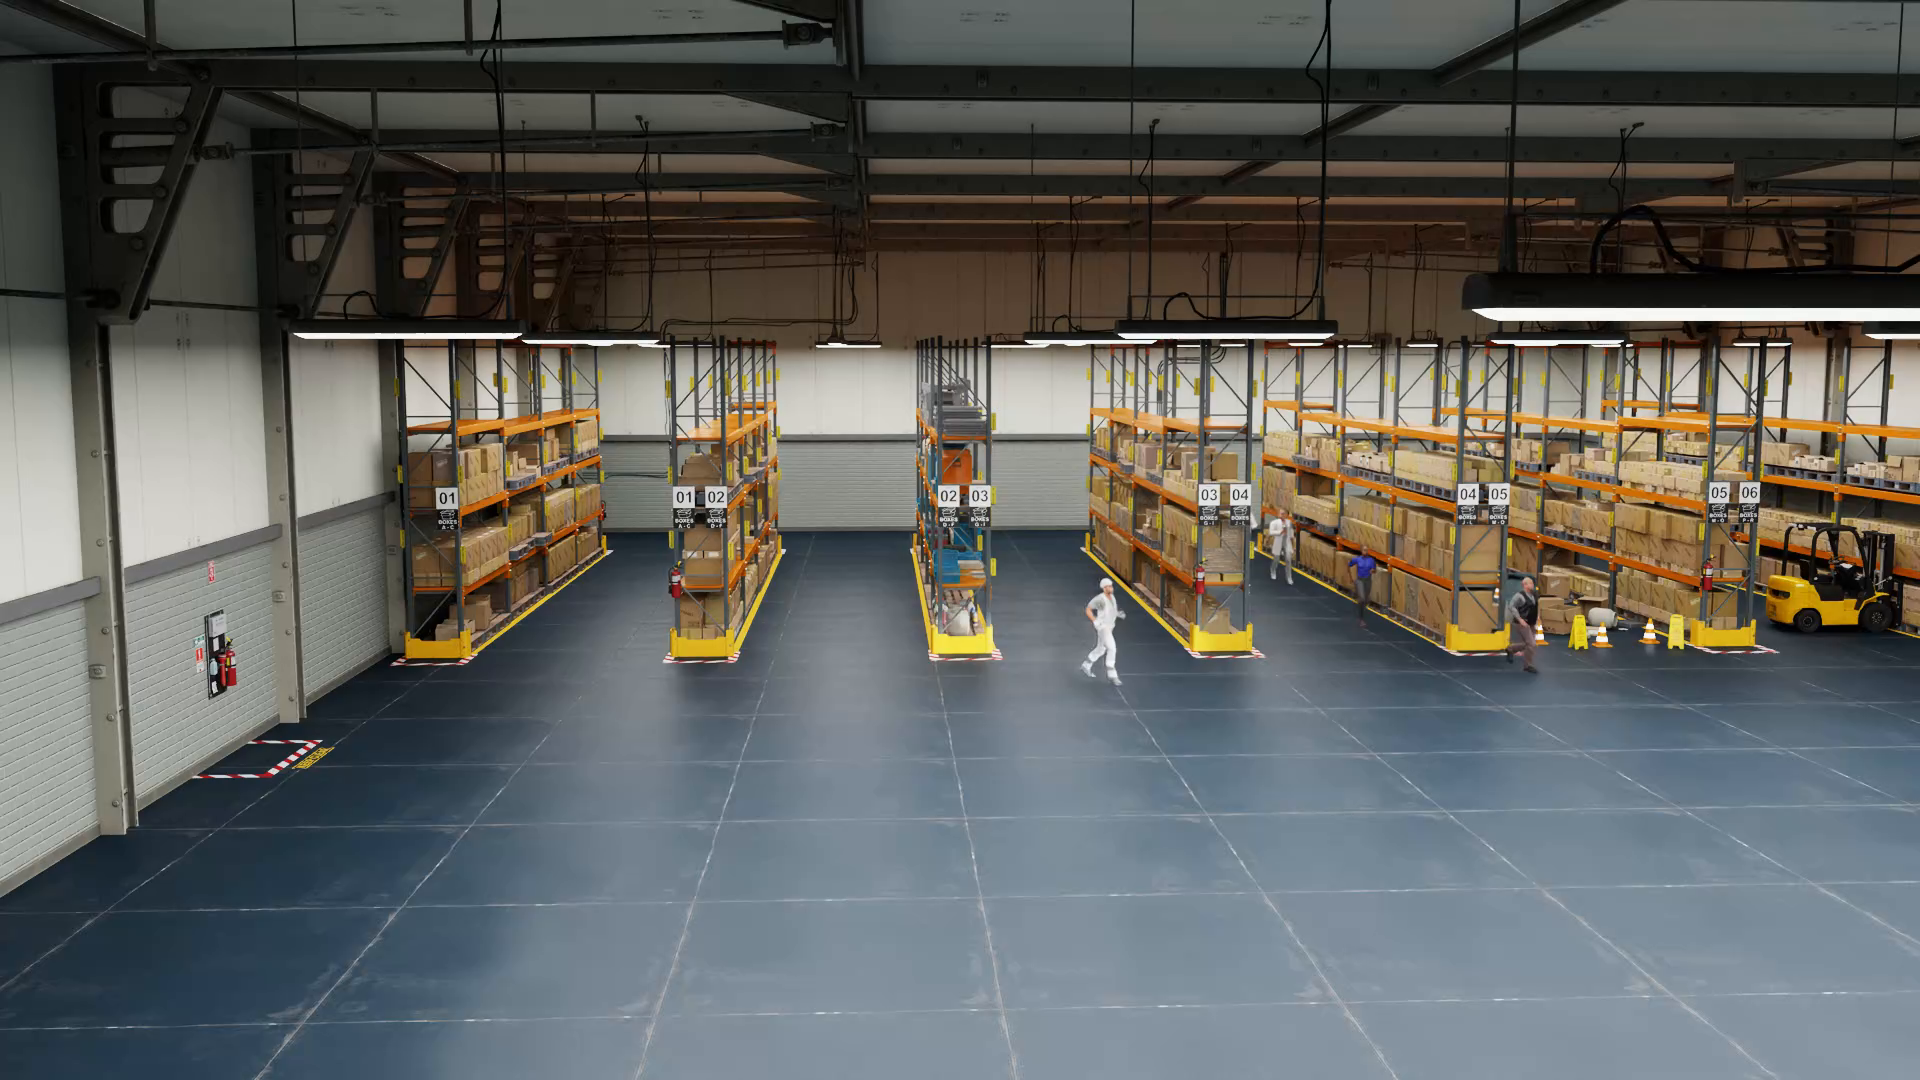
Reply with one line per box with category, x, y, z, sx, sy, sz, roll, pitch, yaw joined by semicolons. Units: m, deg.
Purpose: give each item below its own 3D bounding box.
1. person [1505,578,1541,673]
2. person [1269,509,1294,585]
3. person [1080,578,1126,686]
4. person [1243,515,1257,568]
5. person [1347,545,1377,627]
person;10.090;1.504;29.861;0.656;1.690;0.762;-5;8;-38
person;7.975;0.144;41.230;0.698;1.816;0.982;-1;7;-9
person;2.478;1.559;28.768;0.872;1.822;0.636;4;8;31
person;7.603;-0.128;44.231;0.607;1.700;0.810;1;7;5
person;8.433;0.956;34.824;0.546;1.712;0.770;-1;7;-11
